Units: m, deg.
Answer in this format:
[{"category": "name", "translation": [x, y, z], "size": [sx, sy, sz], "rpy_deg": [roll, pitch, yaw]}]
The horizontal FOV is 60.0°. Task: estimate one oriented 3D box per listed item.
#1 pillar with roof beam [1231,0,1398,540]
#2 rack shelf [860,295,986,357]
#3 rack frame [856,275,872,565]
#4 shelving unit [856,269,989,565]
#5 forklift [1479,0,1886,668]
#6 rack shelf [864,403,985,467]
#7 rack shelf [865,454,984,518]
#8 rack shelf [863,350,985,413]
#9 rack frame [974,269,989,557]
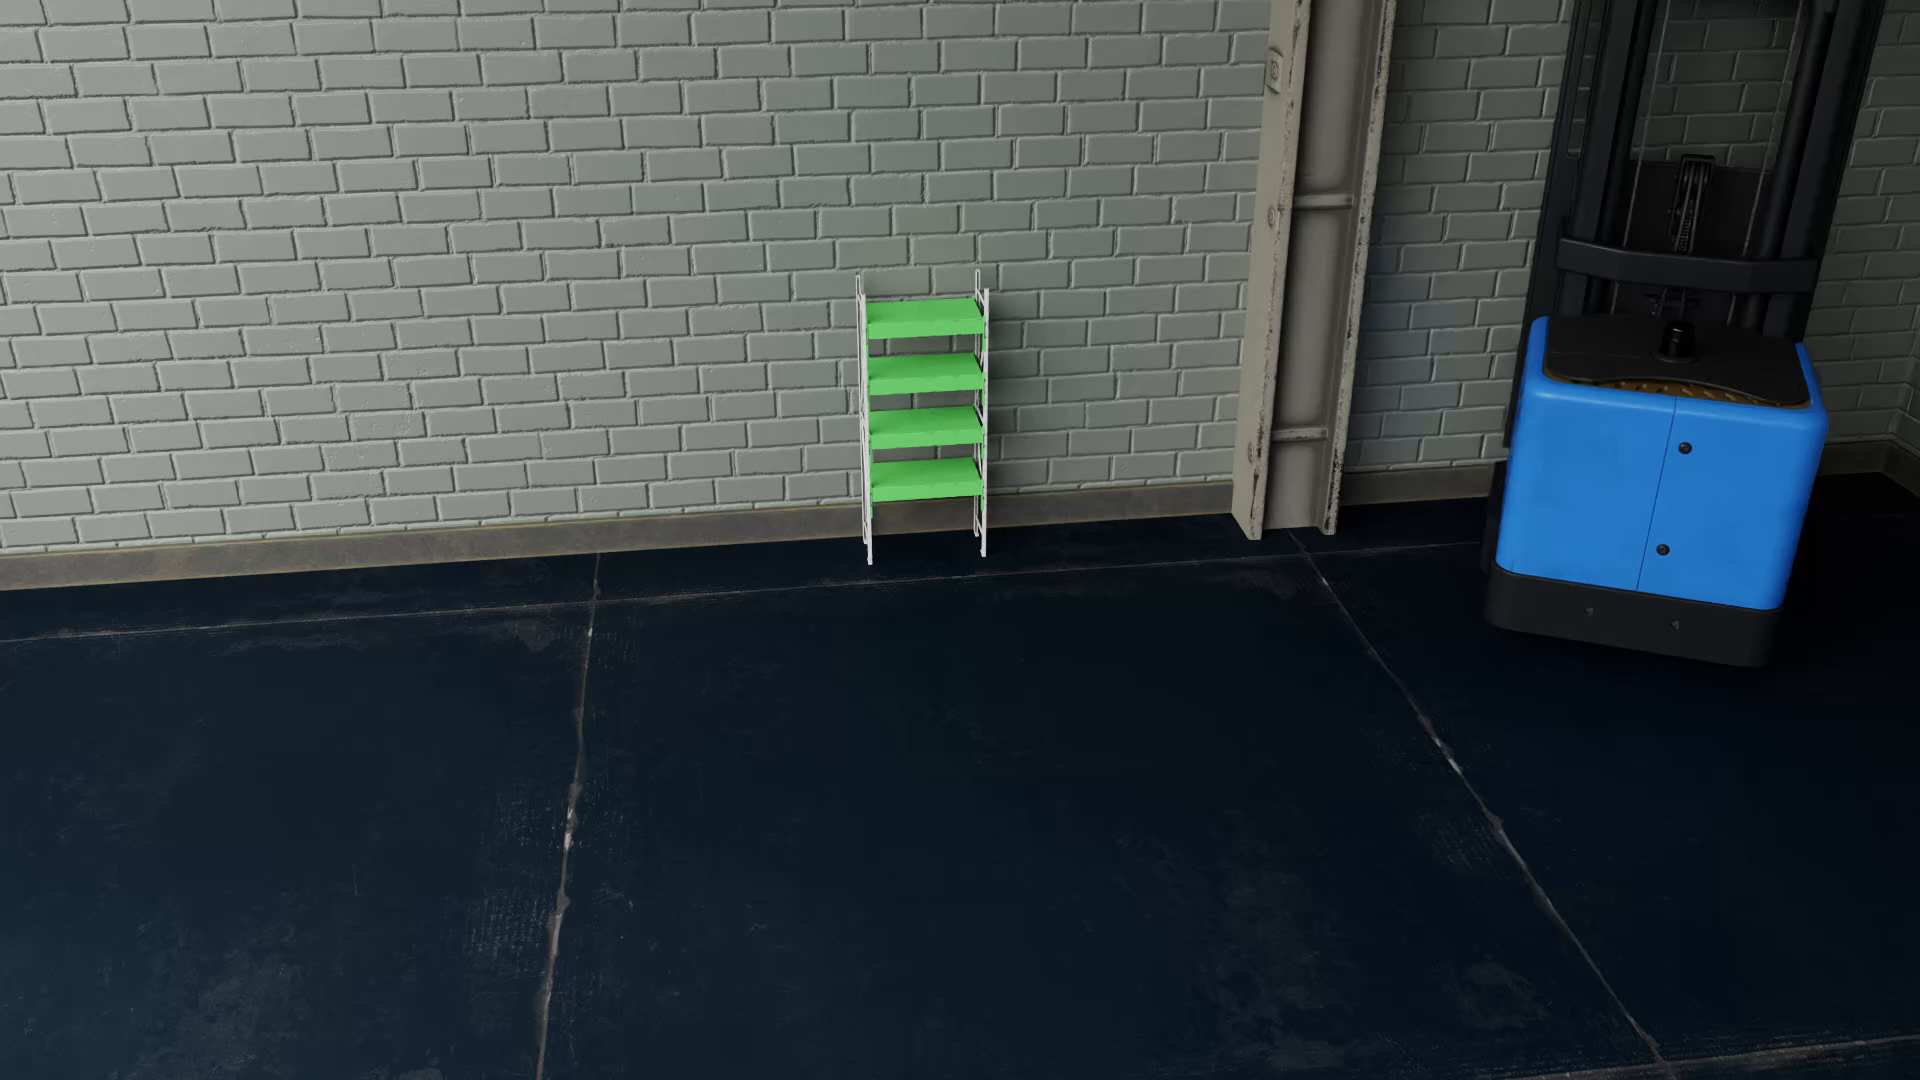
[{"category": "pillar with roof beam", "translation": [2.036, -2.140, 1.564], "size": [0.400, 9.000, 9.100], "rpy_deg": [-4, 27, -7]}, {"category": "rack shelf", "translation": [-0.153, -0.863, 6.702], "size": [0.480, 0.148, 0.258], "rpy_deg": [-4, 28, -8]}, {"category": "rack frame", "translation": [-0.395, -0.480, 6.866], "size": [0.015, 1.200, 0.240], "rpy_deg": [-4, 28, -8]}, {"category": "shelving unit", "translation": [-0.154, -0.497, 6.898], "size": [0.503, 1.200, 0.258], "rpy_deg": [-4, 28, -8]}, {"category": "forklift", "translation": [3.010, -1.482, 6.929], "size": [1.130, 2.935, 3.031], "rpy_deg": [9, 28, 17]}, {"category": "rack shelf", "translation": [-0.154, -0.441, 6.929], "size": [0.480, 0.148, 0.258], "rpy_deg": [-4, 28, -8]}, {"category": "rack shelf", "translation": [-0.155, -0.229, 7.042], "size": [0.480, 0.148, 0.258], "rpy_deg": [-4, 28, -8]}, {"category": "rack shelf", "translation": [-0.154, -0.652, 6.815], "size": [0.480, 0.148, 0.258], "rpy_deg": [-4, 28, -8]}, {"category": "rack frame", "translation": [0.087, -0.513, 6.931], "size": [0.015, 1.200, 0.240], "rpy_deg": [-4, 28, -8]}]
